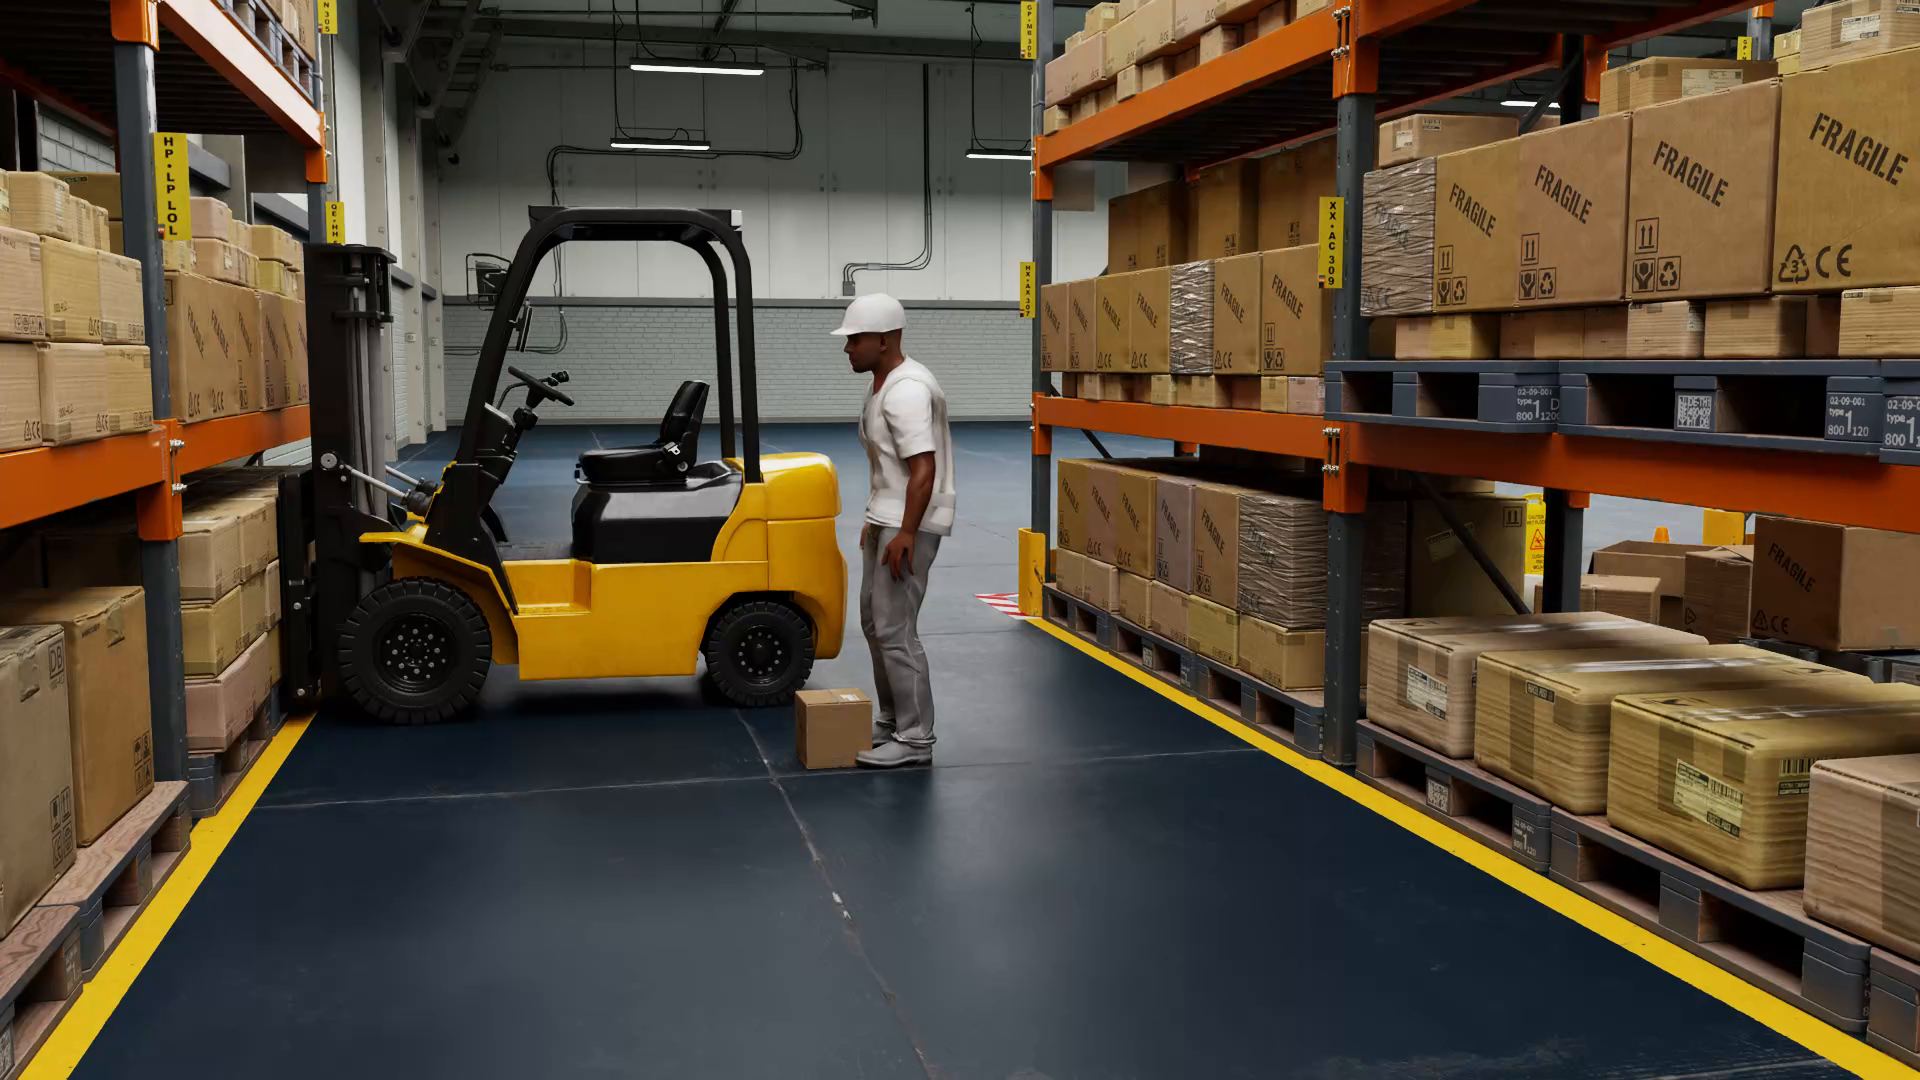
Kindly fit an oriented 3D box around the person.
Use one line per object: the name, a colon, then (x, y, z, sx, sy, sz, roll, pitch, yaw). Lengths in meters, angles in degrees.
person: (-0.259, -0.043, 6.293, 0.461, 1.756, 0.626, -2, 6, -14)
